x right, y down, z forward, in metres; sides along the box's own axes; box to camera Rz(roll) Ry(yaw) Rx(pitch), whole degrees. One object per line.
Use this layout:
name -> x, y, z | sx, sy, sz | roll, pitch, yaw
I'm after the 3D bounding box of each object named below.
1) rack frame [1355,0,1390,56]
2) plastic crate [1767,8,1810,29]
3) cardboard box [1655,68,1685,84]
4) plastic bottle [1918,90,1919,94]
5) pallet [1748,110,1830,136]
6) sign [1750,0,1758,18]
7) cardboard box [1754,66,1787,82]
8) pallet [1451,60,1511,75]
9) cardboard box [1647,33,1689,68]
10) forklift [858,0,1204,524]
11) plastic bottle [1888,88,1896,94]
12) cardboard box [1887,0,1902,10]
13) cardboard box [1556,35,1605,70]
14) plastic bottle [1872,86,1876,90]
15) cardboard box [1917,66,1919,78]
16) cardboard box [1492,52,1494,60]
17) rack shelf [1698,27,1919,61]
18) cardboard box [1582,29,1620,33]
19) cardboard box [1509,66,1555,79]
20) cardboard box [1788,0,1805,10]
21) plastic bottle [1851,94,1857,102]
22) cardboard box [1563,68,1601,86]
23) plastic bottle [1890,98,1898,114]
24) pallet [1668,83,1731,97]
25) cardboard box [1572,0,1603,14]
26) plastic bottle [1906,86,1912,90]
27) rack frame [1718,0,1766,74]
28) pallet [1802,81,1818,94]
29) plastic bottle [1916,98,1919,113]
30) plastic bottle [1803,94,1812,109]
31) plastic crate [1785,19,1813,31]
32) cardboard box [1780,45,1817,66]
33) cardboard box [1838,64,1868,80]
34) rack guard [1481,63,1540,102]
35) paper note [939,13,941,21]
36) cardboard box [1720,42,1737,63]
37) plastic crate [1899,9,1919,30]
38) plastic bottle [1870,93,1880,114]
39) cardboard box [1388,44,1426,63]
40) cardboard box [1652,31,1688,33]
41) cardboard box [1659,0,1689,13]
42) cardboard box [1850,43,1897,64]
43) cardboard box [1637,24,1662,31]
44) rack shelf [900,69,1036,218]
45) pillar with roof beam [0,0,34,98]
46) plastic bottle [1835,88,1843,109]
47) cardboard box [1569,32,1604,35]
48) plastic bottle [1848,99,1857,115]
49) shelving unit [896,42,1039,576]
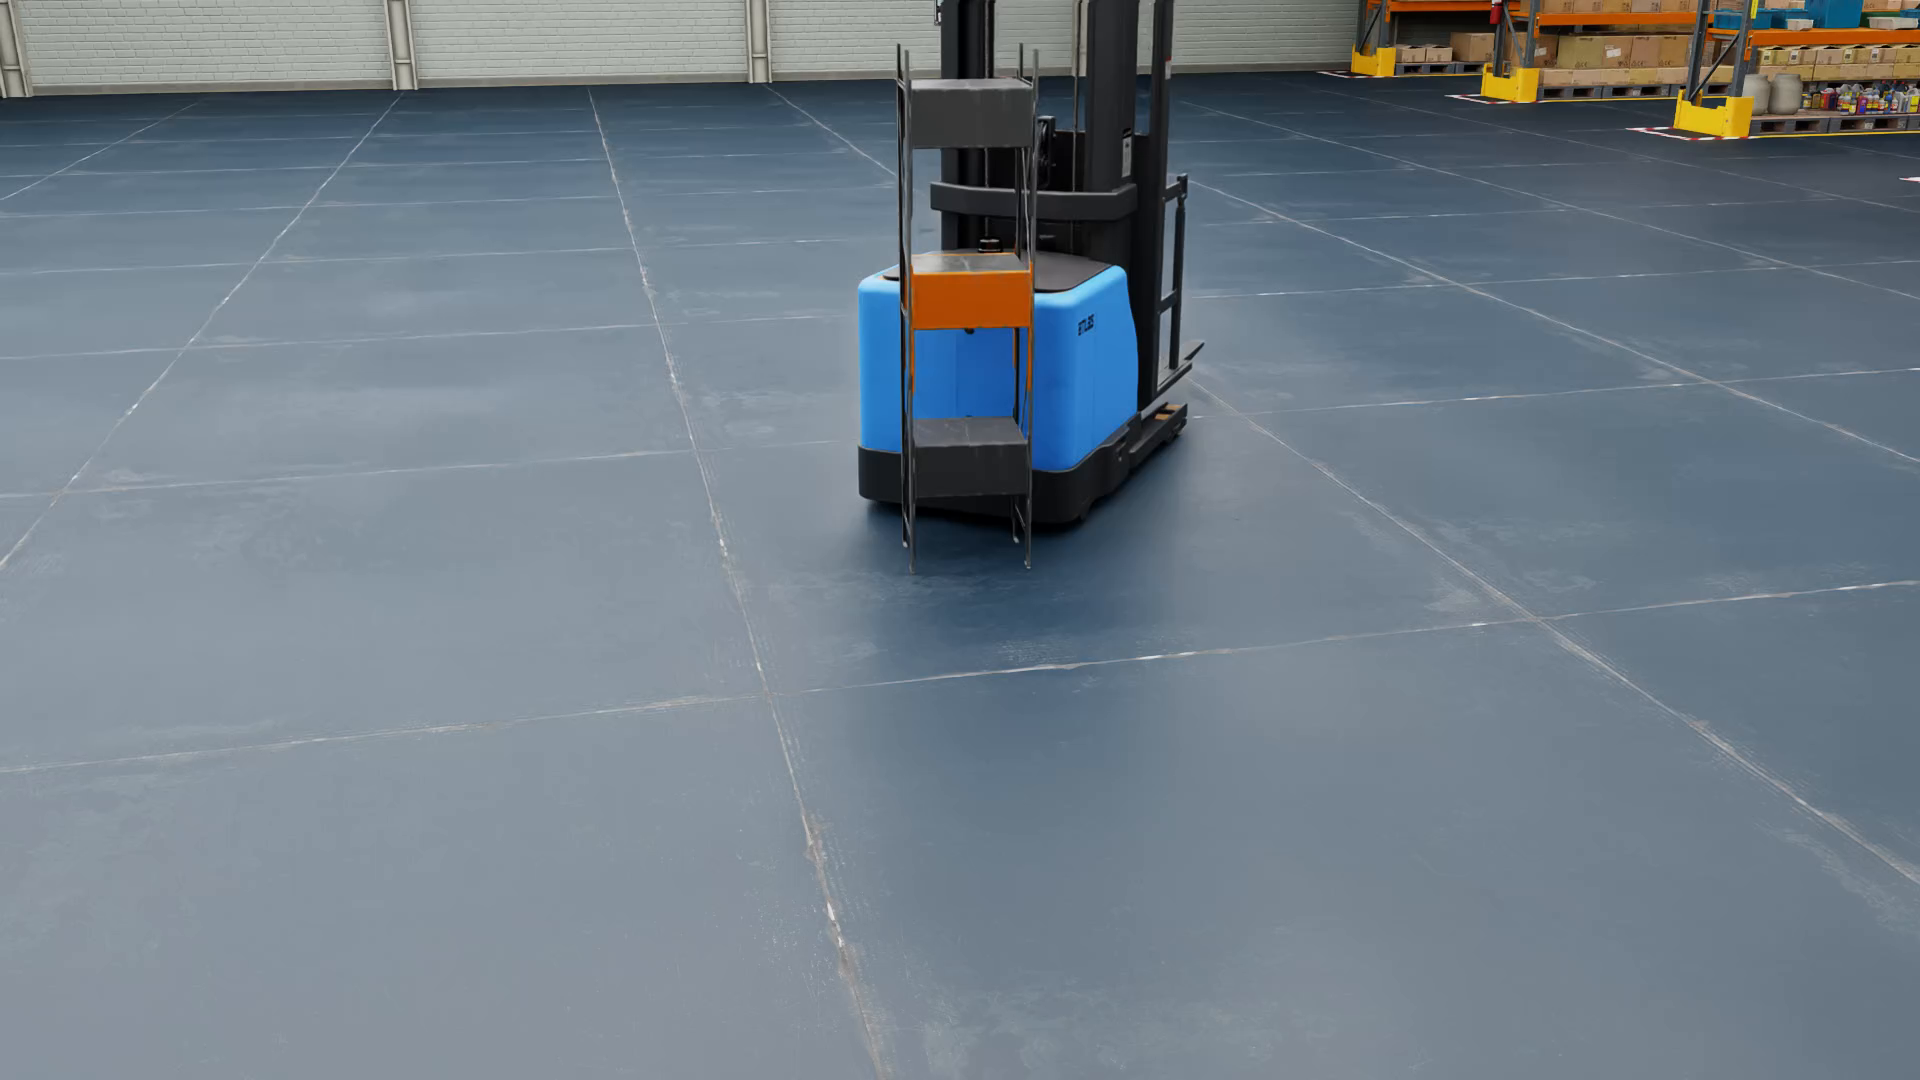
rack frame -> 7.647, -10.137, 30.627 | 0.127, 3.000, 1.000 | -5, 21, -12
plastic crate -> 10.978, -6.940, 22.116 | 0.408, 0.251, 0.499 | -5, 21, -12
cardboard box -> 11.310, -7.511, 26.845 | 0.500, 0.250, 0.500 | -5, 21, -12
plastic bottle -> 13.014, -5.950, 22.517 | 0.135, 0.276, 0.152 | -5, 21, -12
pallet -> 10.782, -5.596, 22.283 | 1.213, 0.211, 1.003 | -5, 21, -12
sign -> 10.049, -6.766, 21.022 | 0.005, 0.325, 0.100 | -5, 21, -12
cardboard box -> 13.133, -7.651, 27.227 | 0.500, 0.250, 0.500 | -5, 21, -14
pallet -> 9.705, -8.981, 31.526 | 1.213, 0.211, 1.003 | -5, 21, -12
cardboard box -> 11.307, -7.868, 26.728 | 0.500, 0.500, 0.500 | -5, 21, -12
forklift -> 0.563, -1.918, 8.290 | 1.130, 2.935, 3.031 | 8, 22, 21
plastic bottle -> 12.825, -6.086, 22.895 | 0.097, 0.271, 0.097 | 0, 20, 0
cardboard box -> 15.348, -8.875, 27.546 | 0.250, 0.149, 0.380 | -3, 20, -8
cardboard box -> 9.850, -7.746, 26.395 | 0.500, 0.500, 0.500 | -5, 21, -12
plastic bottle -> 12.584, -6.129, 22.996 | 0.133, 0.283, 0.061 | -4, 20, -10
cardboard box -> 16.120, -7.895, 27.894 | 0.500, 0.250, 0.500 | -4, 21, -11
cardboard box -> 9.979, -9.202, 31.578 | 0.250, 0.149, 0.380 | -6, 21, -17
rack shelf -> 11.873, -6.641, 22.130 | 4.000, 0.370, 1.077 | -5, 21, -12
cardboard box -> 12.252, -9.550, 32.019 | 0.500, 0.500, 0.700 | -4, 20, -11
cardboard box -> 9.244, -7.527, 26.887 | 0.500, 0.250, 0.500 | -5, 21, -12
cardboard box -> 13.593, -8.679, 27.013 | 0.250, 0.149, 0.380 | -5, 21, -12
plastic bottle -> 12.230, -6.005, 22.775 | 0.097, 0.201, 0.097 | 0, 20, 0
cardboard box -> 9.849, -7.394, 26.526 | 0.500, 0.250, 0.500 | -5, 21, -12
plastic bottle -> 12.490, -5.812, 22.248 | 0.097, 0.201, 0.097 | 0, 20, 0
pallet -> 11.900, -7.438, 27.311 | 1.213, 0.211, 1.003 | -5, 21, -12
cardboard box -> 9.758, -8.602, 26.291 | 0.500, 0.500, 0.700 | -4, 21, -11
plastic bottle -> 13.100, -6.152, 23.068 | 0.135, 0.276, 0.152 | -4, 20, -11
rack frame -> 12.683, -8.796, 26.965 | 0.127, 3.000, 1.000 | -5, 21, -12
pallet -> 13.391, -7.558, 27.640 | 1.213, 0.211, 1.003 | -5, 21, -12
plastic bottle -> 12.923, -5.879, 22.312 | 0.133, 0.283, 0.061 | -3, 20, -9
plastic bottle -> 11.613, -6.005, 22.777 | 0.097, 0.201, 0.097 | 0, 20, 0
plastic crate -> 10.872, -6.660, 21.518 | 0.250, 0.136, 0.298 | -5, 21, -12
cardboard box -> 13.631, -7.952, 27.234 | 0.500, 0.311, 0.500 | -5, 21, -13
cardboard box -> 14.629, -7.773, 27.559 | 0.500, 0.250, 0.500 | -4, 21, -11
rack guard -> 8.767, -7.303, 26.526 | 0.348, 0.500, 1.175 | -5, 21, -12
paper note -> -0.312, -9.420, 29.949 | 0.142, 0.148, 0.016 | -5, 21, -12
cardboard box -> 13.011, -8.093, 27.619 | 0.500, 0.311, 0.500 | -5, 21, -12
plastic crate -> 12.805, -6.889, 21.976 | 0.616, 0.251, 0.499 | -5, 21, -12
plastic bottle -> 12.194, -5.820, 22.170 | 0.097, 0.271, 0.097 | 0, 20, 0
cardboard box -> 8.341, -9.106, 31.081 | 0.500, 0.311, 0.500 | -7, 21, -19
cardboard box -> 11.675, -8.080, 27.308 | 0.500, 0.500, 0.500 | -5, 21, -12
cardboard box -> 11.252, -8.723, 26.622 | 0.500, 0.500, 0.700 | -4, 21, -12
cardboard box -> 15.127, -8.076, 27.571 | 0.500, 0.311, 0.500 | -5, 21, -13
cardboard box -> 13.185, -9.981, 32.105 | 0.500, 0.250, 0.500 | -5, 21, -14
rack shelf -> 0.022, -1.561, 6.529 | 0.480, 0.518, 0.431 | -2, 20, -7
pillar with roof beam -> -14.236, -9.958, 21.417 | 0.400, 9.000, 9.100 | -5, 21, -12
plastic bottle -> 12.000, -6.062, 22.823 | 0.135, 0.276, 0.152 | -5, 21, -14
cardboard box -> 10.214, -7.963, 26.990 | 0.500, 0.500, 0.500 | -5, 21, -12
plastic bottle -> 11.864, -5.761, 22.109 | 0.097, 0.201, 0.097 | 0, 20, 0
shelving unit -> 0.022, -0.917, 6.765 | 0.503, 2.100, 0.431 | -2, 20, -7
